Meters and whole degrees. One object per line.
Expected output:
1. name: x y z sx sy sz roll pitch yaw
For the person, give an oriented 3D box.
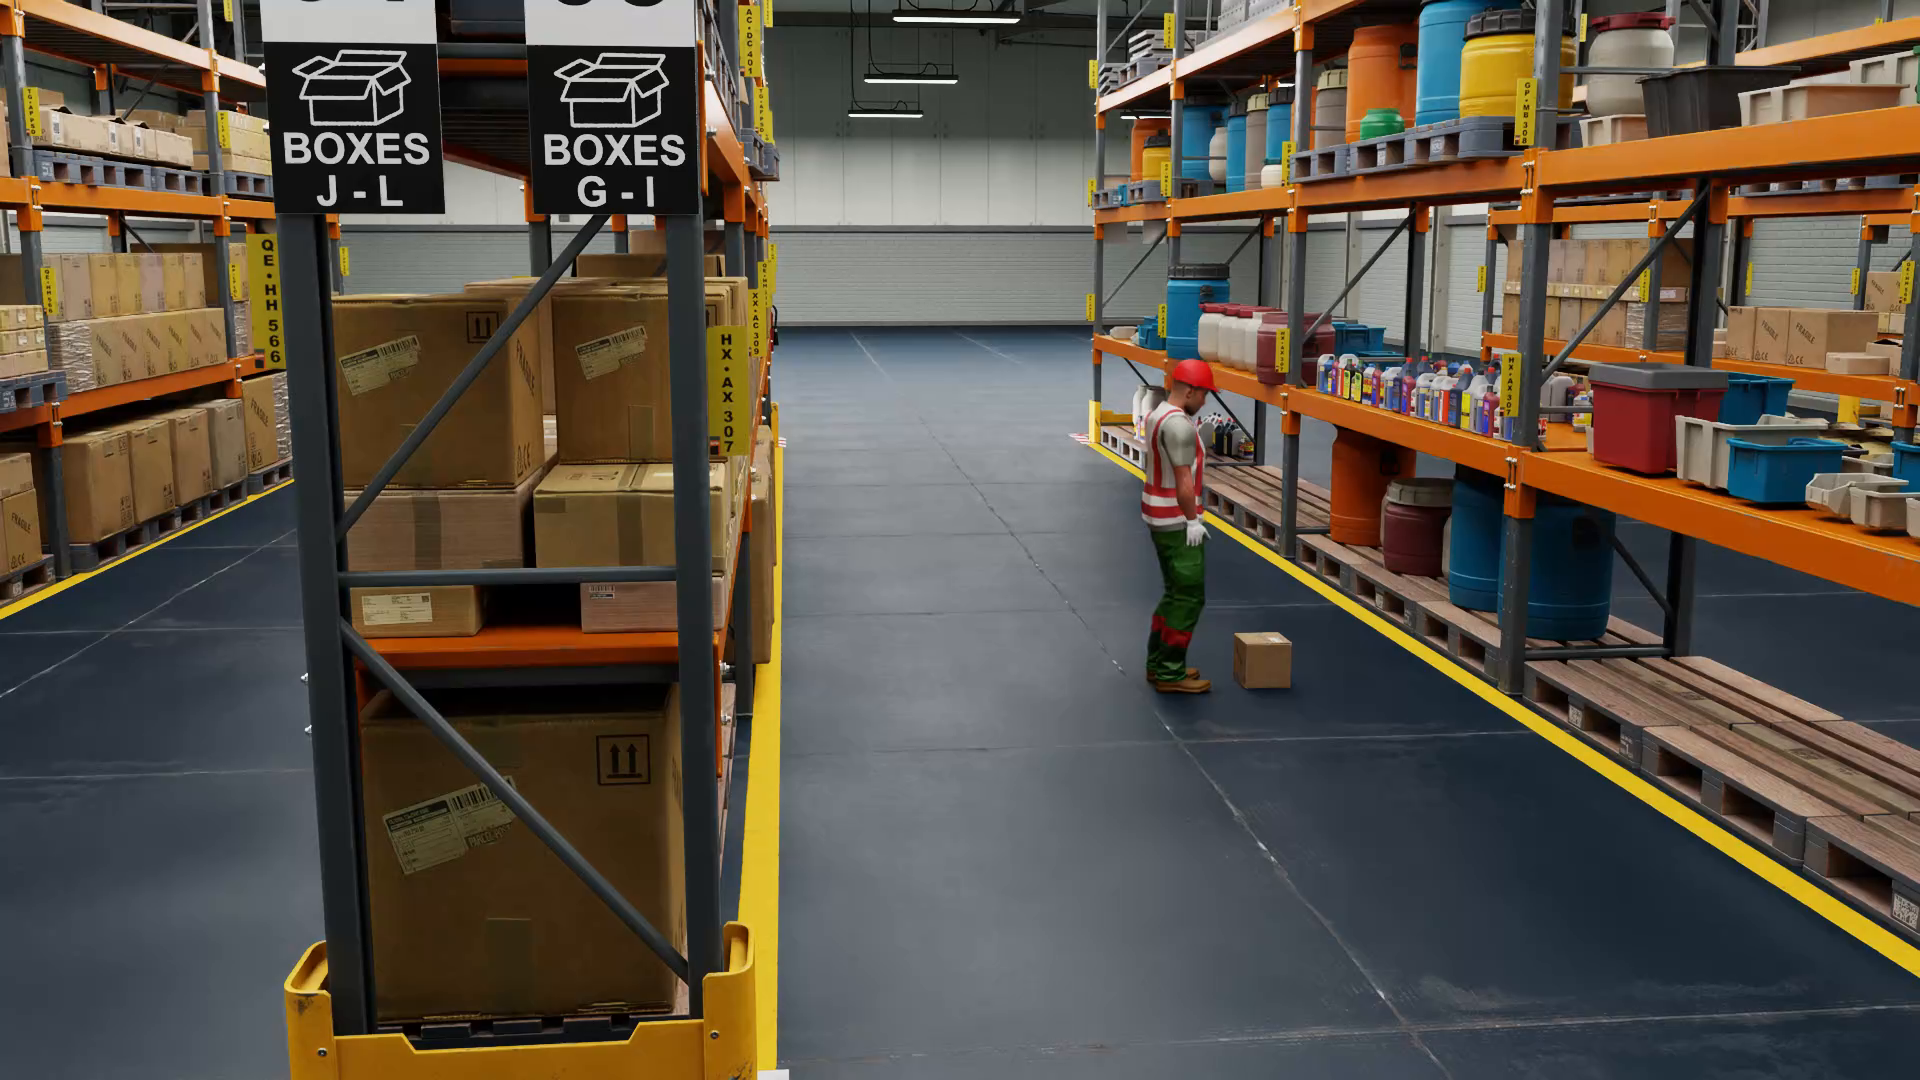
1. person: 1.177 -0.084 8.887 0.400 1.762 0.534 -1 10 -5
